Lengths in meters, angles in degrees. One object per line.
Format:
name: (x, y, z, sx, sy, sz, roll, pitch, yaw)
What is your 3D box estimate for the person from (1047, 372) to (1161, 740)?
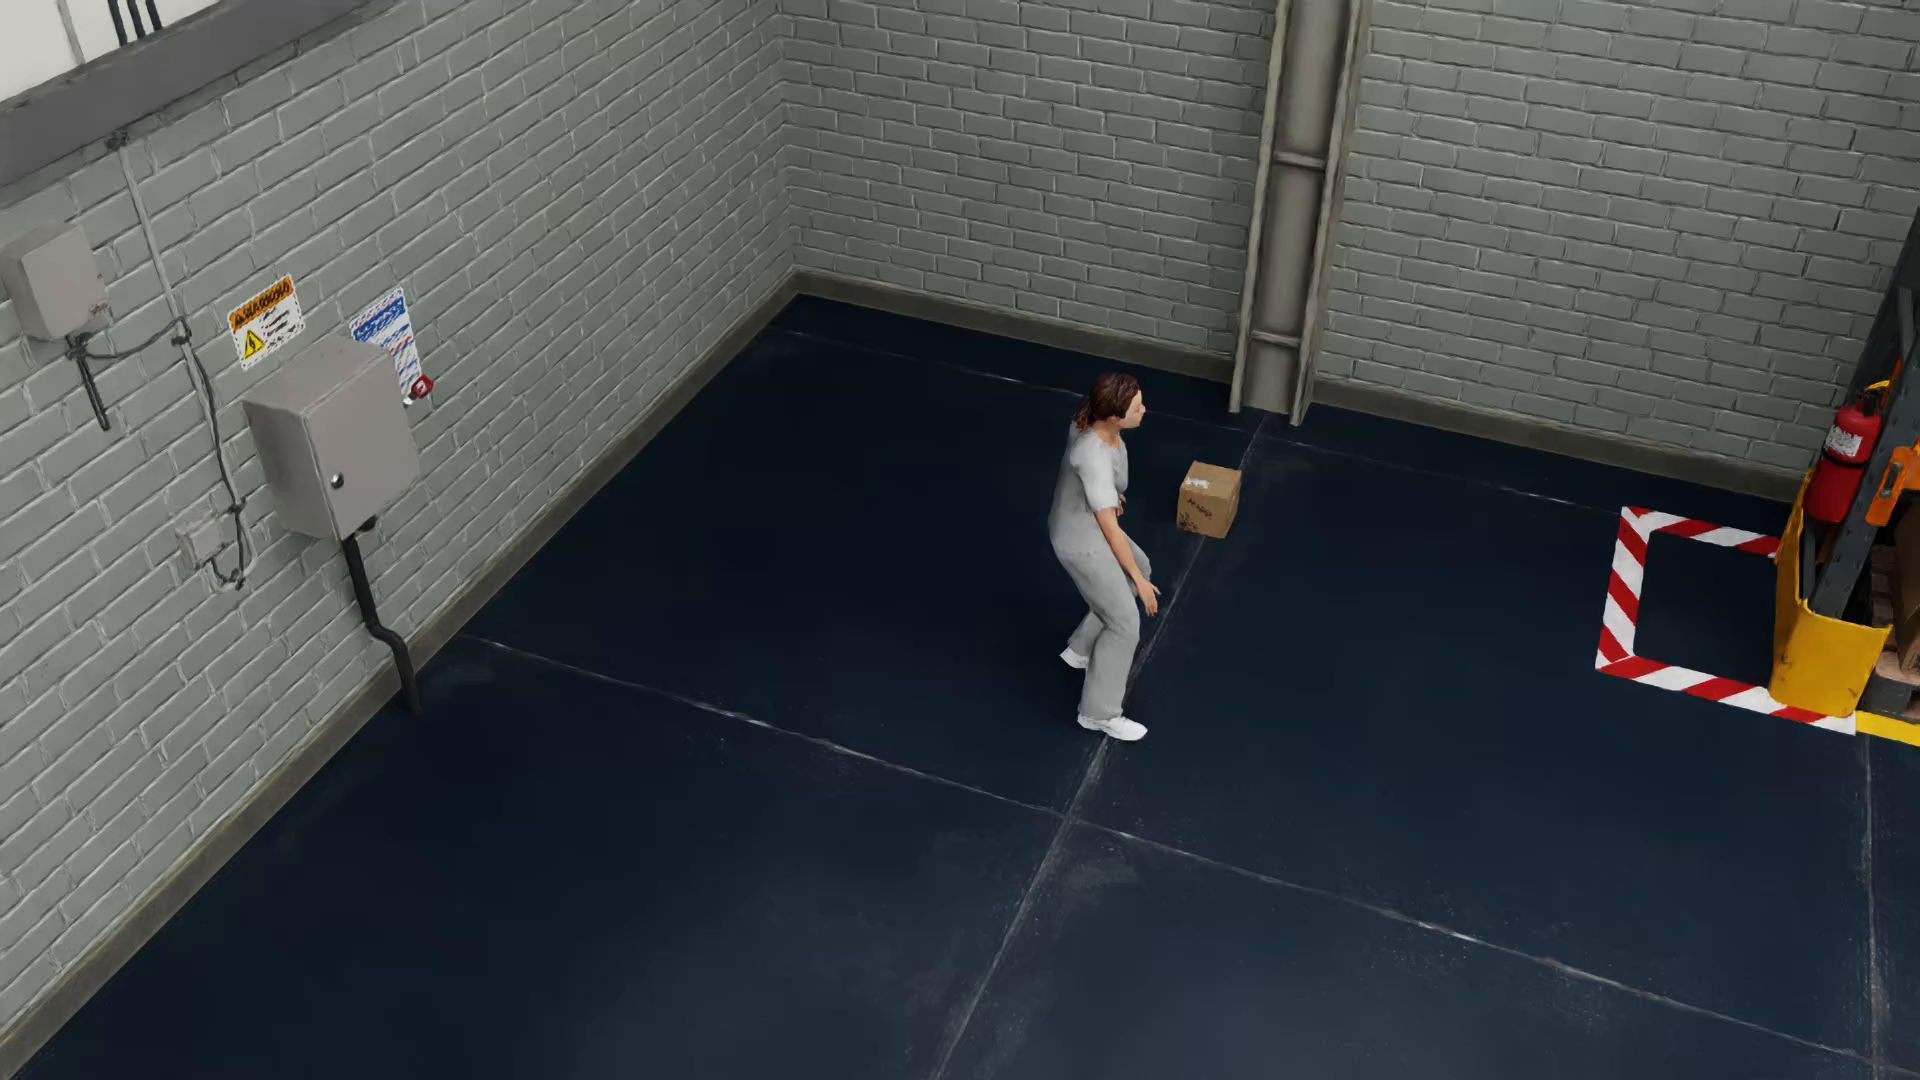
person: (0.608, 0.029, 6.884, 0.468, 1.590, 0.817, -2, 38, -3)
